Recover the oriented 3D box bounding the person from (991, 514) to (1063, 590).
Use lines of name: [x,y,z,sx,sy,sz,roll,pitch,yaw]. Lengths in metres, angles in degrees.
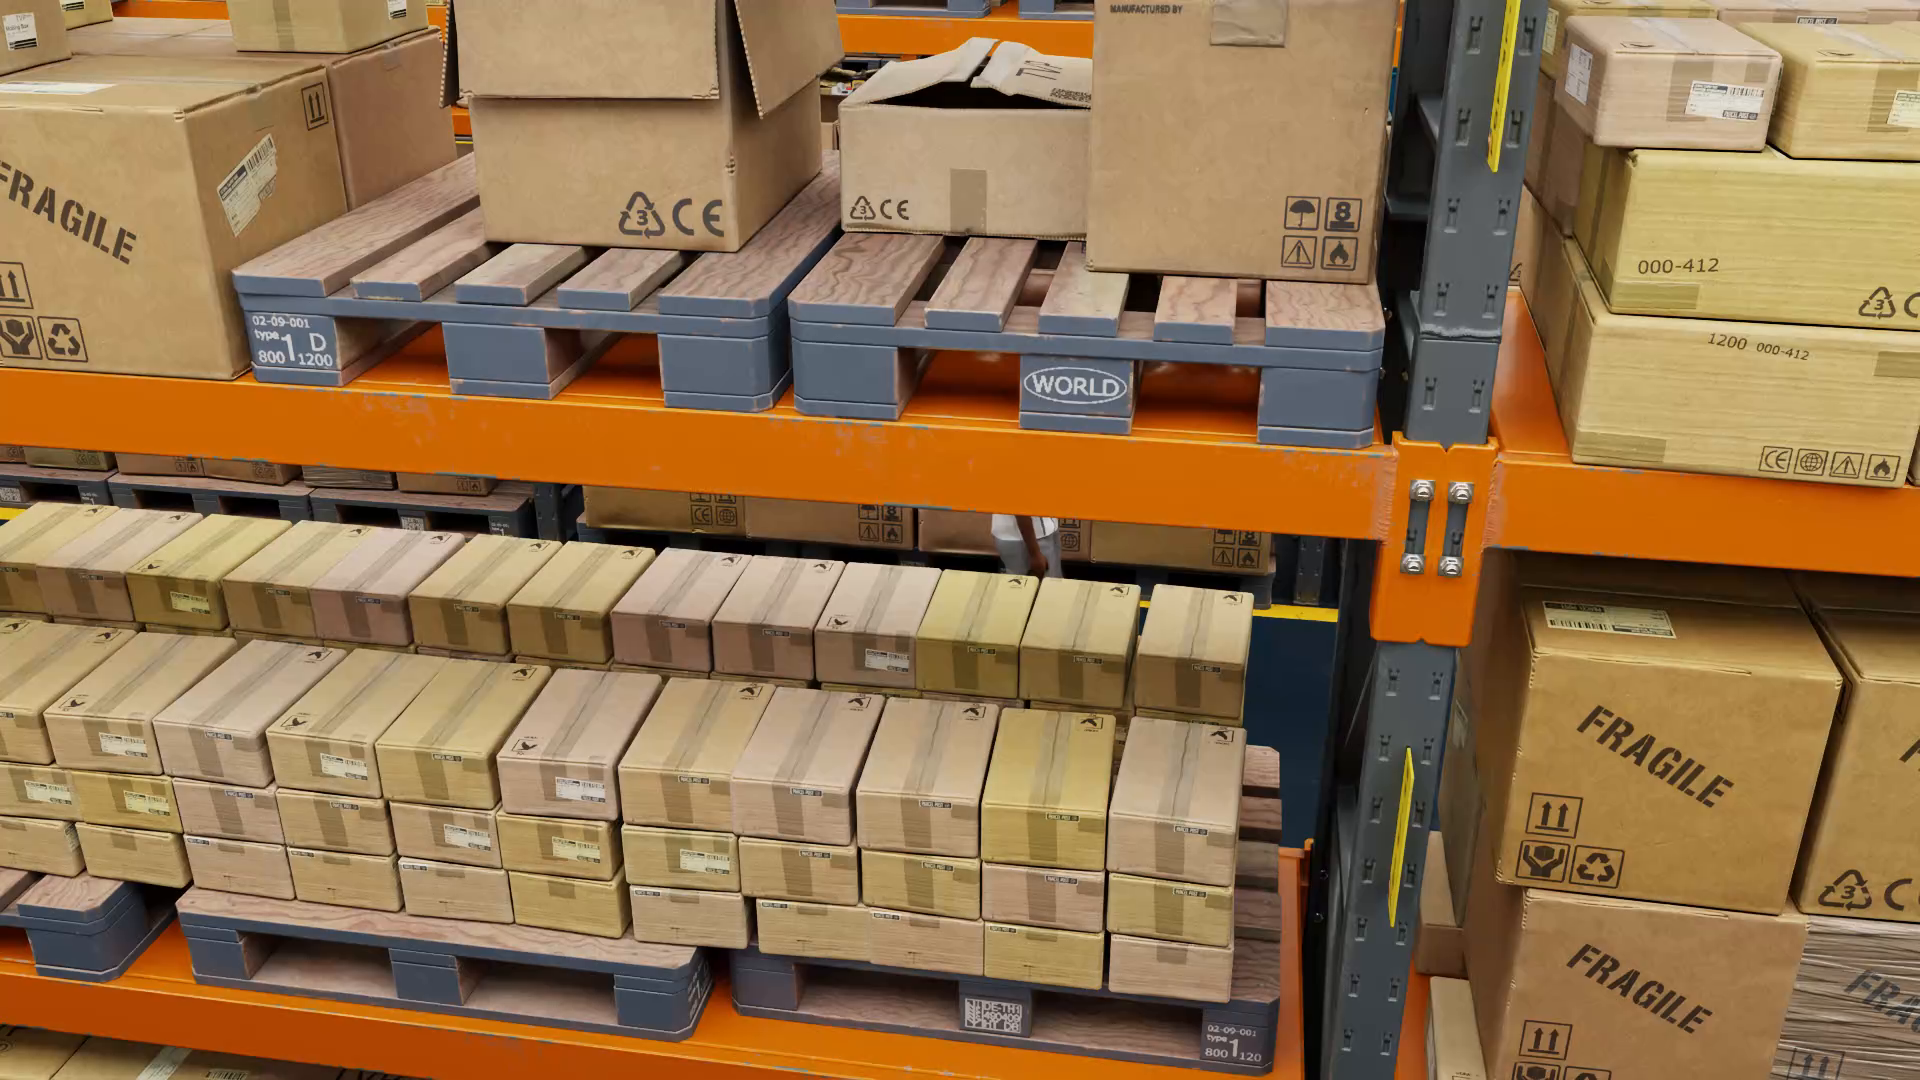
person: [0.332,-0.024,7.161,0.395,1.657,0.506,4,25,8]
